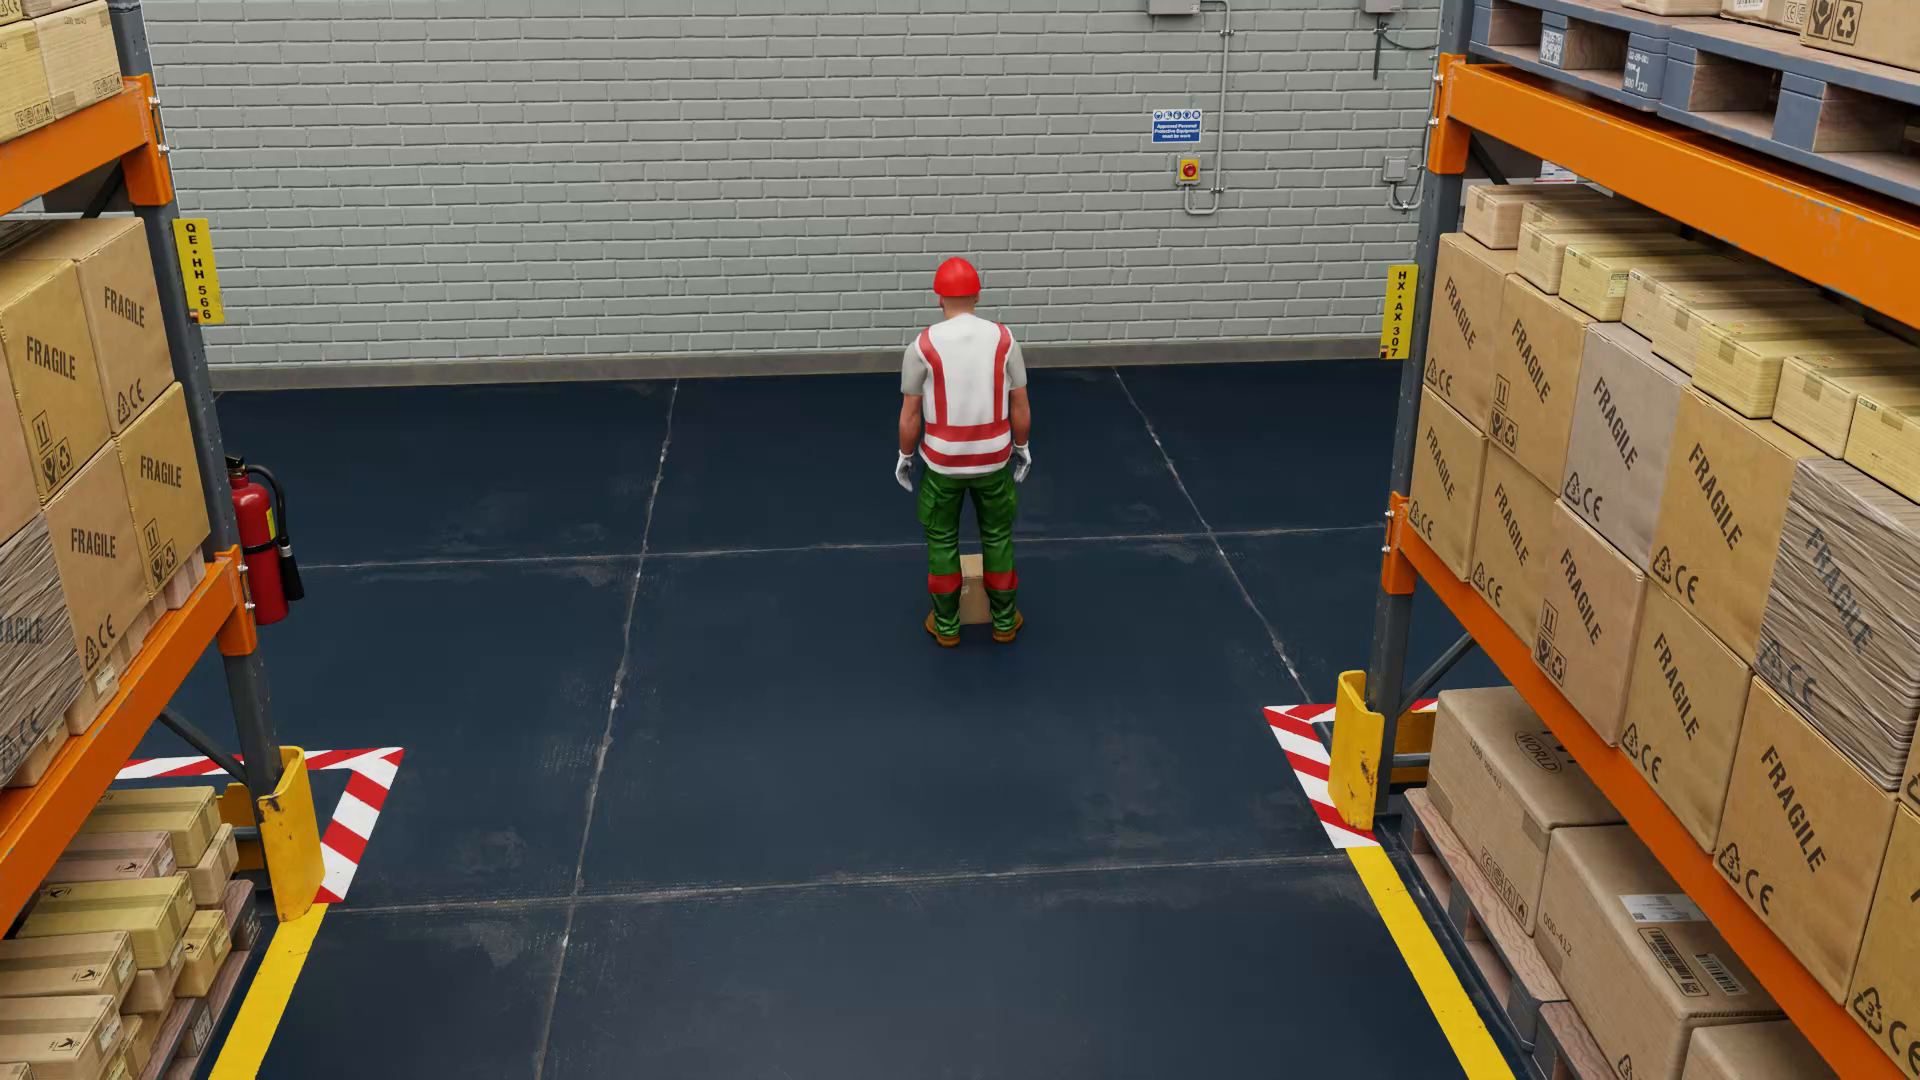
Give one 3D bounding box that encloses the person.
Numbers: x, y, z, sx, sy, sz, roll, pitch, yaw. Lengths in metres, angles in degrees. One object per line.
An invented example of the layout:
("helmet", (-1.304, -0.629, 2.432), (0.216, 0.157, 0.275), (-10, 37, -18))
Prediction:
("person", (0.018, -0.372, 7.436), (0.620, 1.780, 0.447), (-4, 24, -8))
